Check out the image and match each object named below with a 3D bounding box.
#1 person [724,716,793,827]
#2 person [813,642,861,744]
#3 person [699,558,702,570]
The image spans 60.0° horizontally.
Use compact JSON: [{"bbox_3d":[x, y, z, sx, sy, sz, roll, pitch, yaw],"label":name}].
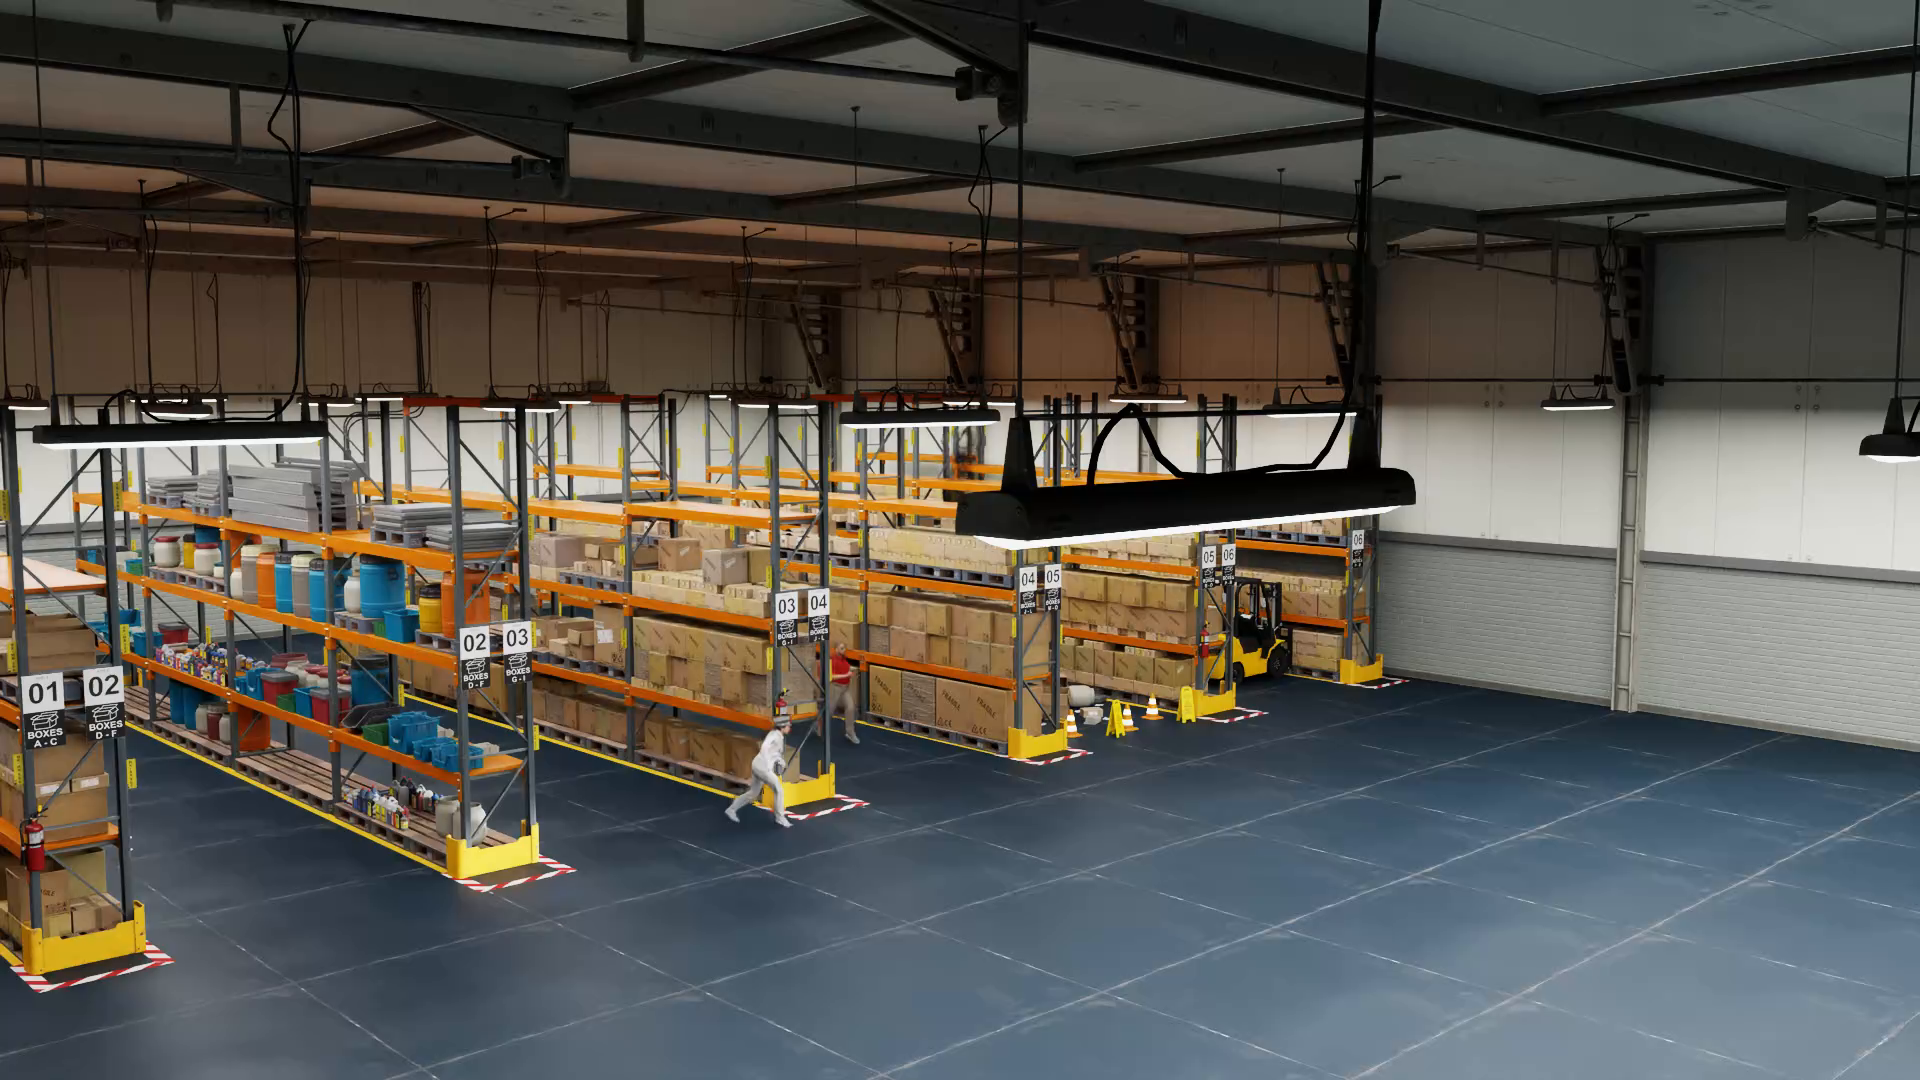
[{"bbox_3d":[-2.841,3.302,23.410,0.980,1.625,0.655,-1,6,-11],"label":"person"},{"bbox_3d":[-2.154,2.652,29.048,0.915,1.768,0.641,4,7,33],"label":"person"},{"bbox_3d":[-6.621,1.218,44.073,0.709,1.763,0.725,-2,6,-21],"label":"person"}]
